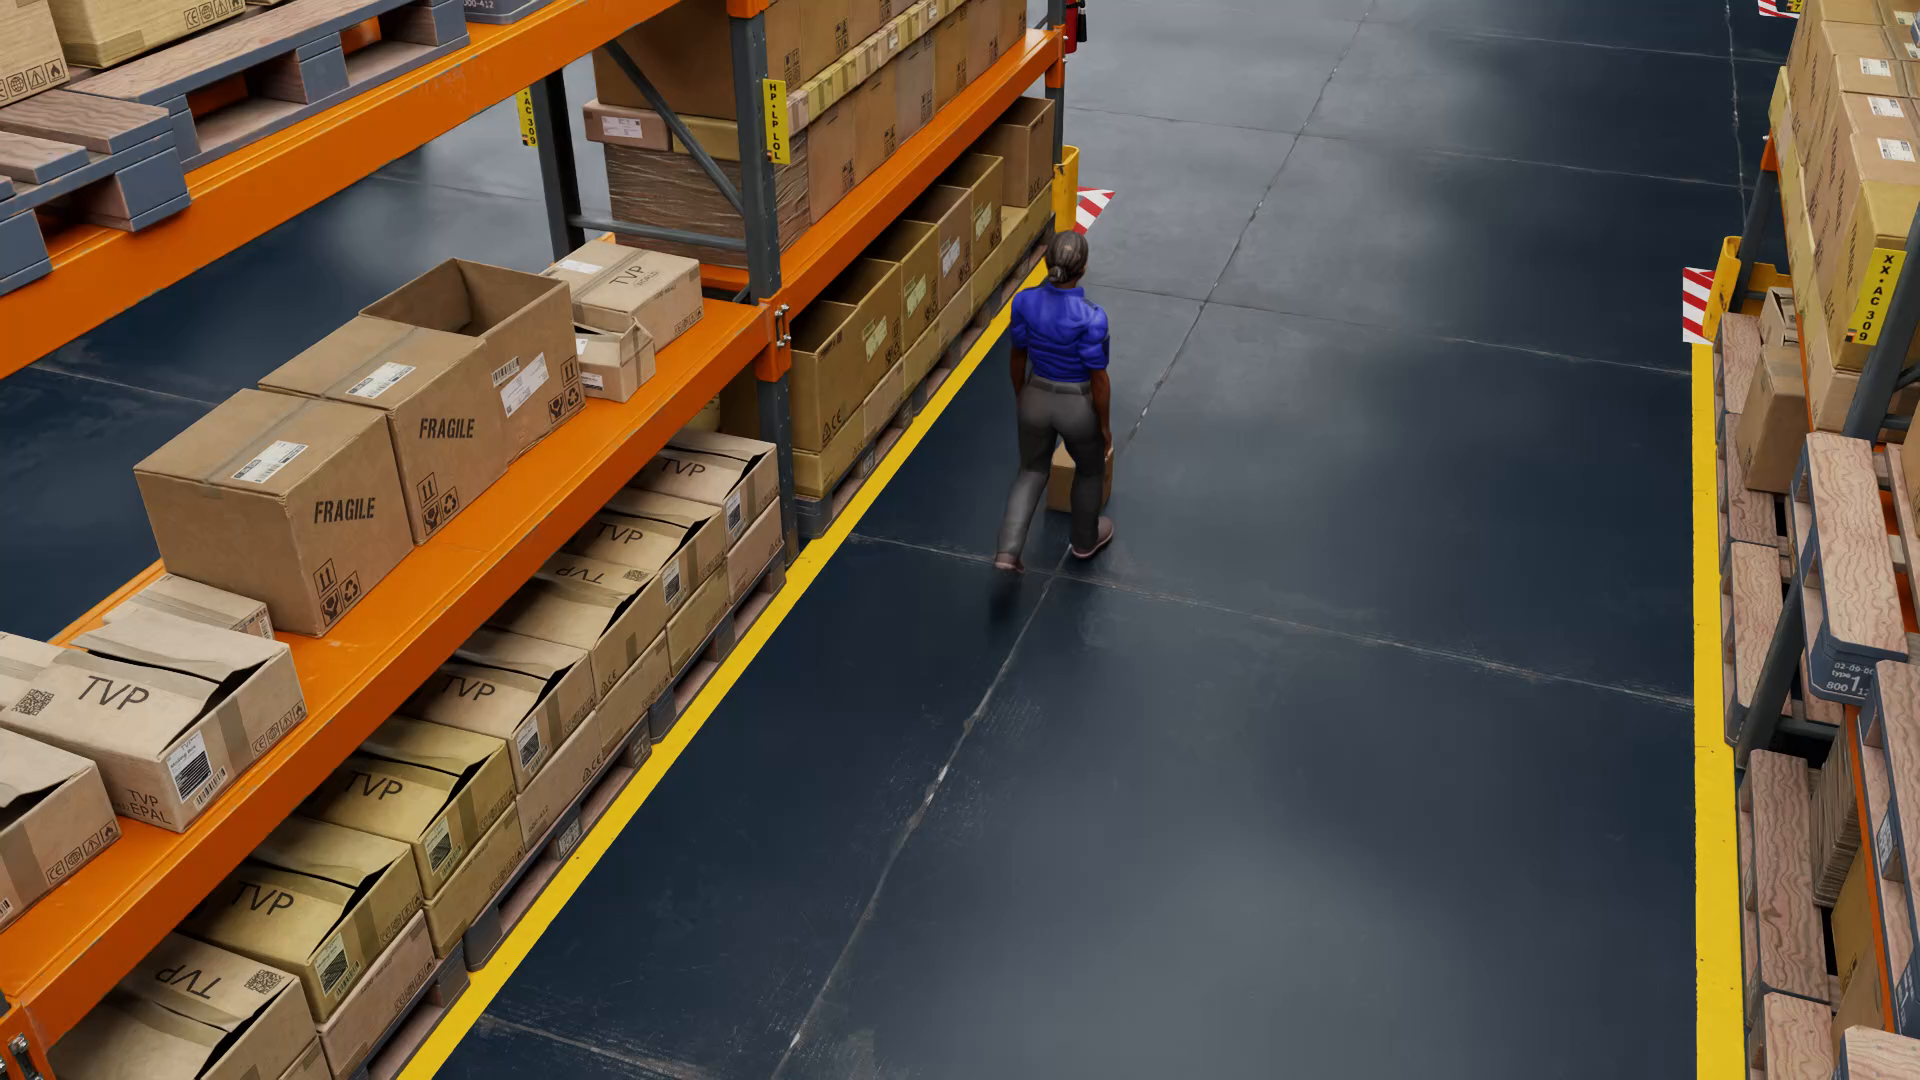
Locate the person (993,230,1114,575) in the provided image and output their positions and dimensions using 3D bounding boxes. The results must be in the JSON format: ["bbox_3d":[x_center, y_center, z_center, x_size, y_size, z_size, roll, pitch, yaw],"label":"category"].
[{"bbox_3d":[0.431,-0.561,6.974,0.463,1.624,0.781,14,36,21],"label":"person"}]
